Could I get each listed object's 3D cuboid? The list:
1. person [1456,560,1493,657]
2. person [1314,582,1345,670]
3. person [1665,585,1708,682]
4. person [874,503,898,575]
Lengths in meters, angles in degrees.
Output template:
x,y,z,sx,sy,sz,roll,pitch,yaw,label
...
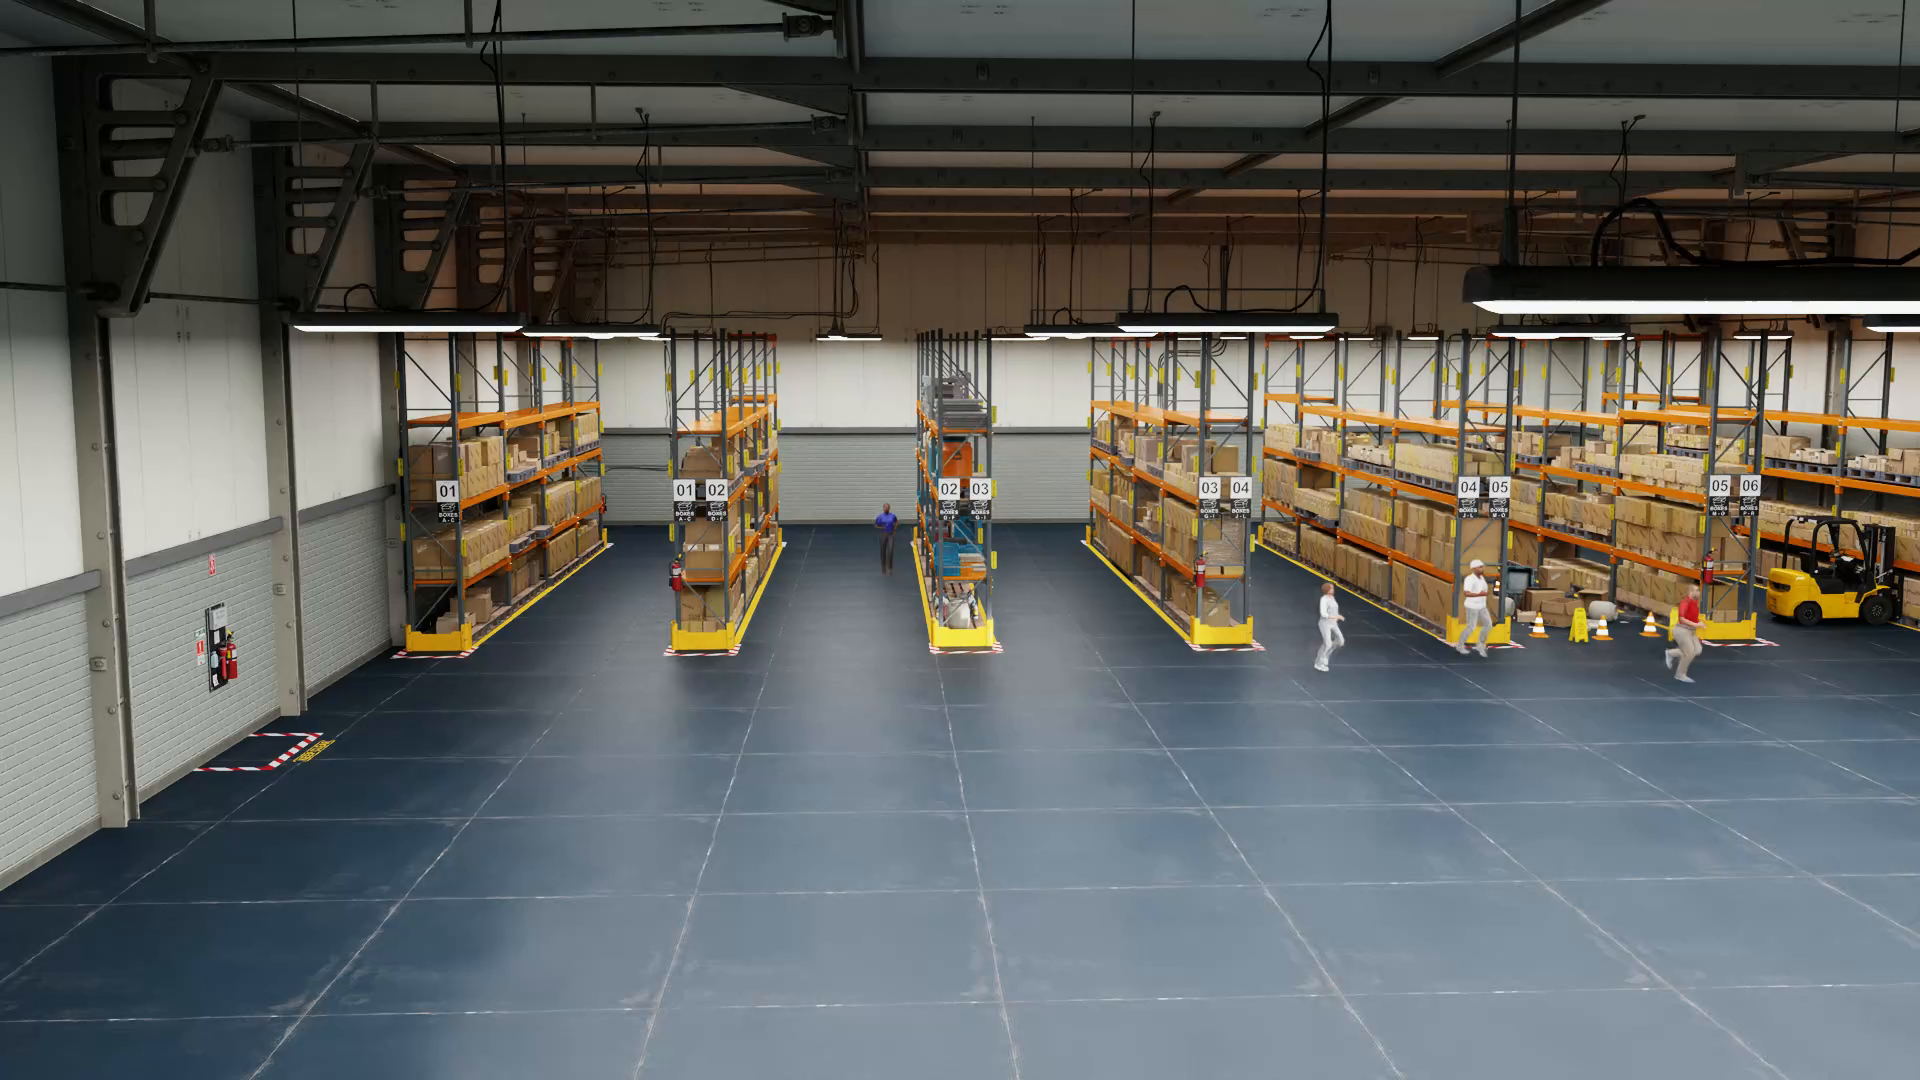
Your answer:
x,y,z,sx,sy,sz,roll,pitch,yaw,label
9.464,1.271,30.501,0.688,1.833,0.678,-6,9,-40,person
6.490,1.516,29.137,0.563,1.563,0.522,6,9,39,person
12.367,1.583,28.281,0.694,1.682,0.704,5,9,38,person
-1.730,-0.025,39.296,0.578,1.710,0.815,-1,7,-7,person
